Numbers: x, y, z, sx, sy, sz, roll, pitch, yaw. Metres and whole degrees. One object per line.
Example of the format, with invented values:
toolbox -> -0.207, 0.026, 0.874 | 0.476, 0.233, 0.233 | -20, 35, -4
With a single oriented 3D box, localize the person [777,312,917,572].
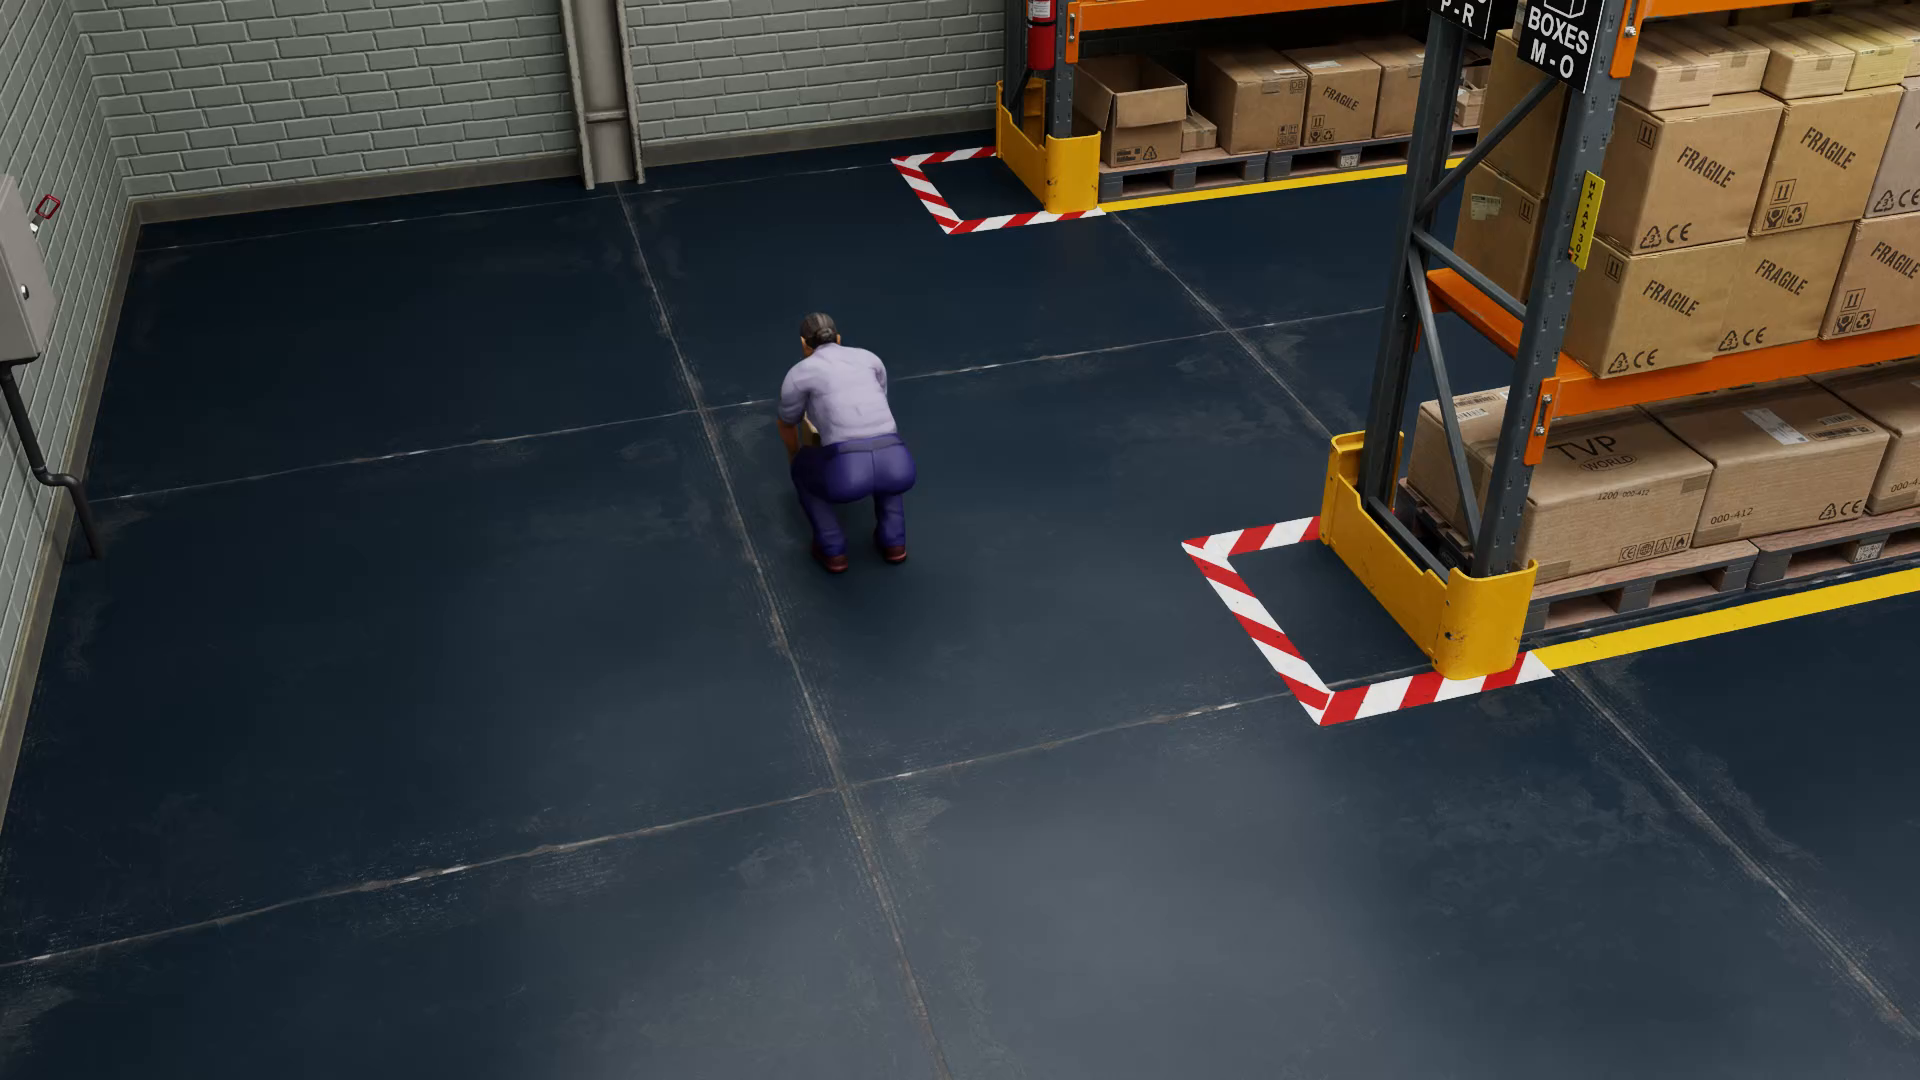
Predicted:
person -> -0.500, -0.410, 7.315 | 0.529, 1.033, 0.793 | -10, 35, -15
